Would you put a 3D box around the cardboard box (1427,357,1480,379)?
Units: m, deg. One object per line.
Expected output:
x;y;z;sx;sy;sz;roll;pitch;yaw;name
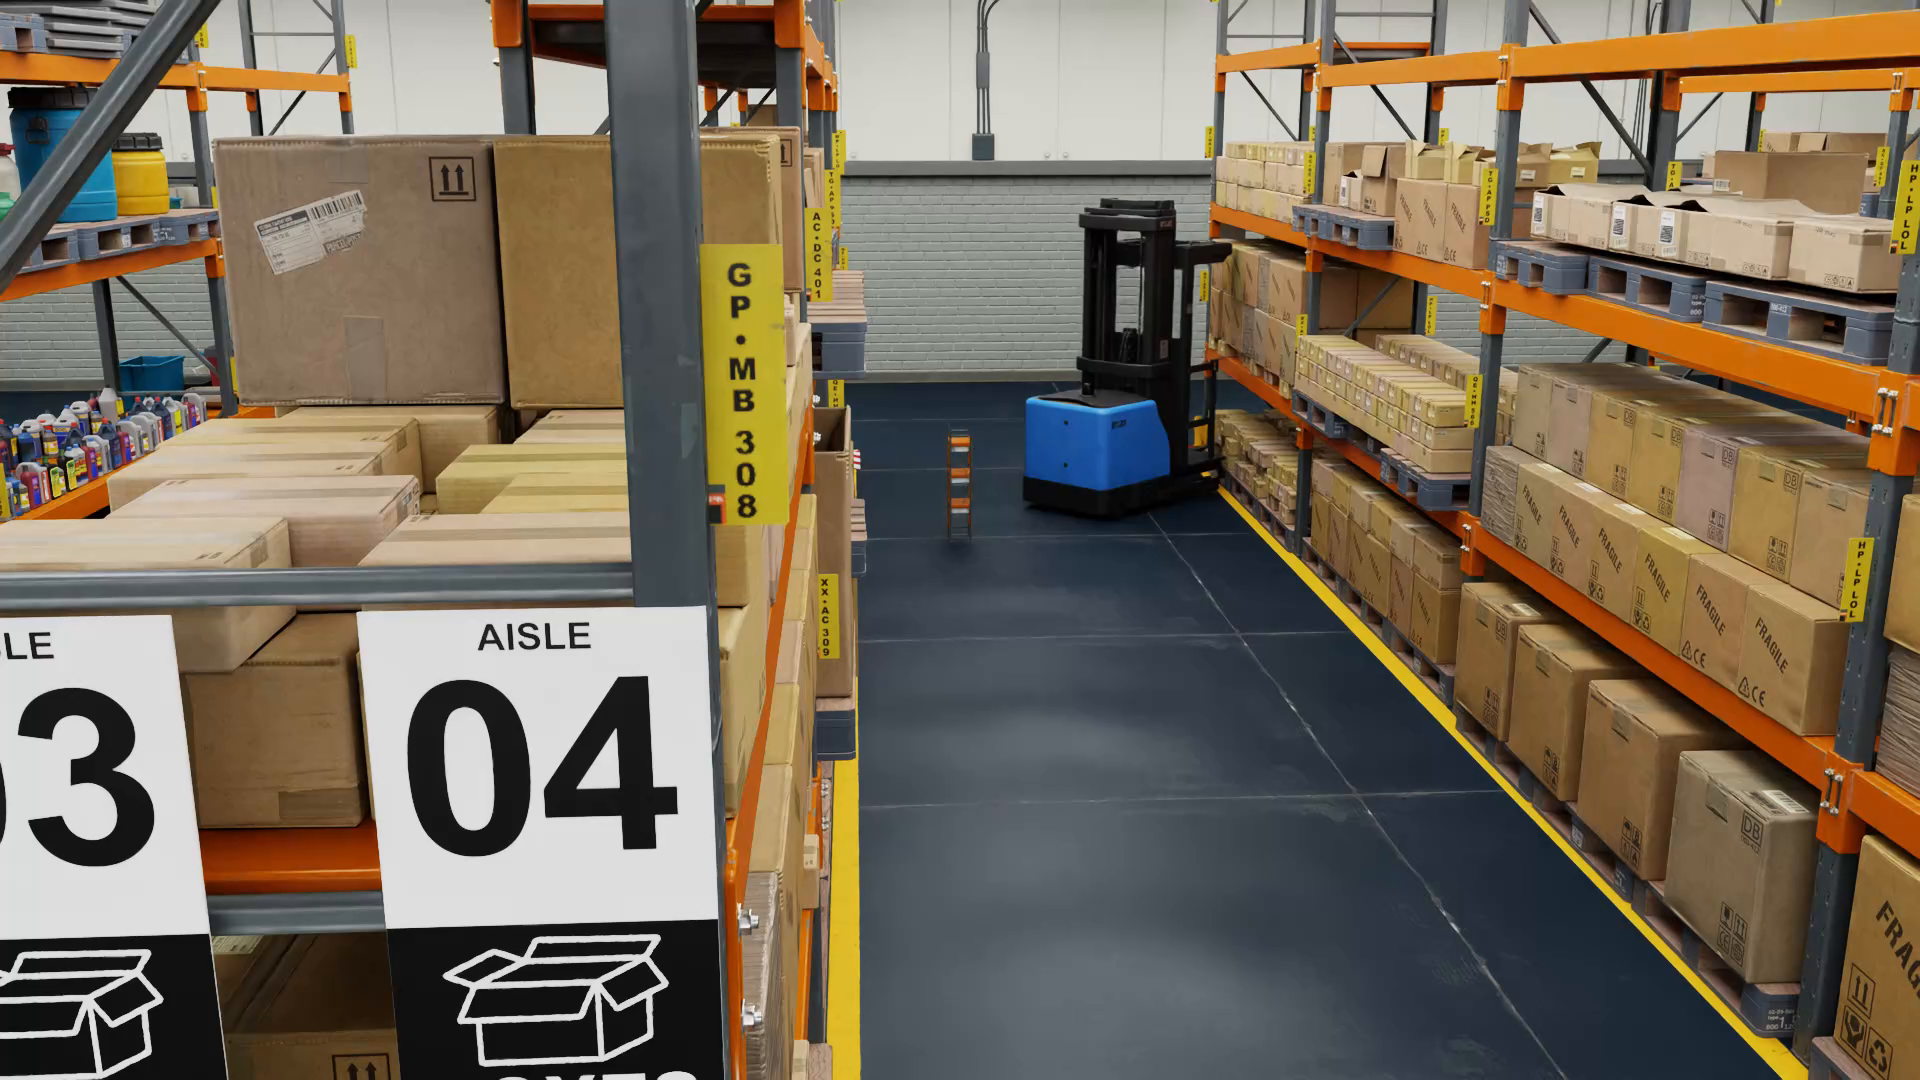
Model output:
3.721;-1.276;12.434;0.380;0.149;0.250;-2;15;-6;cardboard box

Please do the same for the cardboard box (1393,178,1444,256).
3.309;-2.220;11.415;0.500;0.500;0.500;-1;14;-3;cardboard box

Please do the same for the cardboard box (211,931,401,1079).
-1.073;0.899;2.709;0.500;0.500;0.500;-1;14;-3;cardboard box

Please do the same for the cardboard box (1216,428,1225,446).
2.910;-1.086;17.507;0.380;0.149;0.250;-1;14;-4;cardboard box

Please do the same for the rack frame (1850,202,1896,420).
8.355;-1.429;14.560;1.000;3.000;0.127;-1;14;-3;rack frame

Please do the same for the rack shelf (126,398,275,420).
-6.603;-1.348;15.691;1.077;0.370;4.000;-1;14;-3;rack shelf

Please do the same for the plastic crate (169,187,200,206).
-6.898;-3.033;15.014;0.437;0.282;0.530;-1;14;-3;plastic crate

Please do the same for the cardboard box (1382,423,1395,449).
3.138;-0.718;11.457;0.380;0.149;0.250;-1;14;-4;cardboard box

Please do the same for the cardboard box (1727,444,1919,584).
3.846;-0.122;7.272;0.700;0.500;0.500;-1;14;-4;cardboard box

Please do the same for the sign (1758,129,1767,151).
8.650;-4.272;17.971;0.100;0.325;0.005;-1;14;-3;sign

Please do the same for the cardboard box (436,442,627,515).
-0.637;-0.063;2.734;0.380;0.149;0.250;-1;14;-4;cardboard box

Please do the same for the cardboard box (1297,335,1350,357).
2.986;-1.592;13.661;0.380;0.149;0.250;0;14;-1;cardboard box

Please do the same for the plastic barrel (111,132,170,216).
-6.220;-2.723;12.348;0.600;0.588;0.600;0;14;0;plastic barrel

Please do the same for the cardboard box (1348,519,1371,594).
3.282;0.129;12.677;0.500;0.500;0.500;-1;14;-2;cardboard box

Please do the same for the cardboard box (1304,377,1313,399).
3.009;-1.235;13.468;0.380;0.149;0.250;-1;14;-3;cardboard box

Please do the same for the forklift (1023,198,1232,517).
1.989;-1.933;16.658;1.130;2.935;3.031;13;19;41;forklift

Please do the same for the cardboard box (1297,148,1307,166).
3.102;-3.282;14.239;0.380;0.149;0.250;-1;14;-2;cardboard box

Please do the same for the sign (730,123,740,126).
-2.338;-4.178;17.311;0.100;0.325;0.005;-1;14;-3;sign

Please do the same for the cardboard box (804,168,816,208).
-1.030;-1.345;7.164;0.797;0.503;0.637;0;14;-1;cardboard box

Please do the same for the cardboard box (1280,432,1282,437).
3.525;-1.033;17.302;0.380;0.149;0.250;-1;15;-6;cardboard box

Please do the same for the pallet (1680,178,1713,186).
8.164;-3.649;17.347;1.003;0.211;1.213;-1;14;-3;pallet

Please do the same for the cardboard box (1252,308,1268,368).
3.048;-1.889;15.549;0.500;0.500;0.500;-1;14;-4;cardboard box

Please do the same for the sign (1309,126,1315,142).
3.728;-4.207;17.561;0.100;0.325;0.005;-1;14;-3;sign

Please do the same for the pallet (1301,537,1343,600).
3.471;0.217;13.760;1.003;0.211;1.213;-1;14;-3;pallet

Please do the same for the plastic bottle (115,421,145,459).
-6.056;-0.739;12.127;0.152;0.276;0.135;-1;14;-3;plastic bottle

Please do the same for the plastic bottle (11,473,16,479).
-6.088;-0.329;10.686;0.097;0.201;0.097;0;14;0;plastic bottle

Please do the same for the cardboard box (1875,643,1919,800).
3.951;0.681;6.058;0.875;0.550;0.550;-1;14;-3;cardboard box

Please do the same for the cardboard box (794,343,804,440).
-0.729;-0.427;4.947;0.500;0.250;0.500;-1;14;-2;cardboard box

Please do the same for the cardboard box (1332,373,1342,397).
3.056;-1.188;12.687;0.380;0.149;0.250;0;14;-1;cardboard box

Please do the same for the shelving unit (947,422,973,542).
-0.003;-0.522;14.947;0.215;1.050;0.252;-1;14;-3;shelving unit

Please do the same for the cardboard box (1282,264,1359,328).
3.122;-2.117;14.429;0.500;0.500;0.500;-1;14;-5;cardboard box

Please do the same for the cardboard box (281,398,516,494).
-1.077;-0.187;3.215;0.380;0.149;0.250;-1;14;-3;cardboard box

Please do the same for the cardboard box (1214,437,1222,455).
2.886;-1.009;17.809;0.380;0.149;0.250;-1;14;-2;cardboard box

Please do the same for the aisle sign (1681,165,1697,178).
7.813;-3.696;18.154;0.394;0.787;0.004;-1;14;-3;aisle sign

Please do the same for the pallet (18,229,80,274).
-6.181;-1.757;10.197;1.003;0.211;1.213;-1;14;-3;pallet

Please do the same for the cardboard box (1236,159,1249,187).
2.994;-3.575;16.181;0.500;0.250;0.500;-1;14;-3;cardboard box

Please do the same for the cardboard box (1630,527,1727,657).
3.555;0.237;7.885;0.500;0.500;0.500;-1;14;-3;cardboard box

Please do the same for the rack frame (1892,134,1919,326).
3.917;-2.243;5.685;1.000;3.000;0.127;-1;14;-3;rack frame

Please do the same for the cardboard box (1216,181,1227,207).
2.946;-3.586;17.227;0.500;0.250;0.500;0;14;-1;cardboard box

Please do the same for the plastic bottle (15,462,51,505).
-5.964;-0.372;10.702;0.152;0.276;0.135;-1;14;-3;plastic bottle

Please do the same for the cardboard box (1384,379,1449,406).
3.131;-1.011;11.404;0.380;0.149;0.250;0;14;-2;cardboard box

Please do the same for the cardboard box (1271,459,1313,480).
3.061;-0.647;15.207;0.380;0.149;0.250;-1;14;-4;cardboard box

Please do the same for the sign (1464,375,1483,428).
3.128;-0.844;10.123;0.100;0.325;0.005;-1;14;-3;sign

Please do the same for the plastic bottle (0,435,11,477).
-6.621;-0.574;11.474;0.061;0.283;0.133;-1;14;-3;plastic bottle

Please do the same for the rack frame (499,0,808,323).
-1.040;-2.192;5.485;1.000;3.000;0.127;-1;14;-3;rack frame

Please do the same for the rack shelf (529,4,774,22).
-1.164;-2.276;7.524;0.919;0.052;3.809;-1;14;-3;rack shelf

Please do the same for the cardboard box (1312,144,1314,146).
3.560;-3.676;15.772;0.380;0.149;0.250;-1;14;-5;cardboard box

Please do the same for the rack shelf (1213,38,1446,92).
3.297;-4.380;15.441;1.077;0.370;4.000;-1;14;-3;rack shelf

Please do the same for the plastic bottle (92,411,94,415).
-6.849;-0.944;13.073;0.097;0.201;0.097;0;14;0;plastic bottle
